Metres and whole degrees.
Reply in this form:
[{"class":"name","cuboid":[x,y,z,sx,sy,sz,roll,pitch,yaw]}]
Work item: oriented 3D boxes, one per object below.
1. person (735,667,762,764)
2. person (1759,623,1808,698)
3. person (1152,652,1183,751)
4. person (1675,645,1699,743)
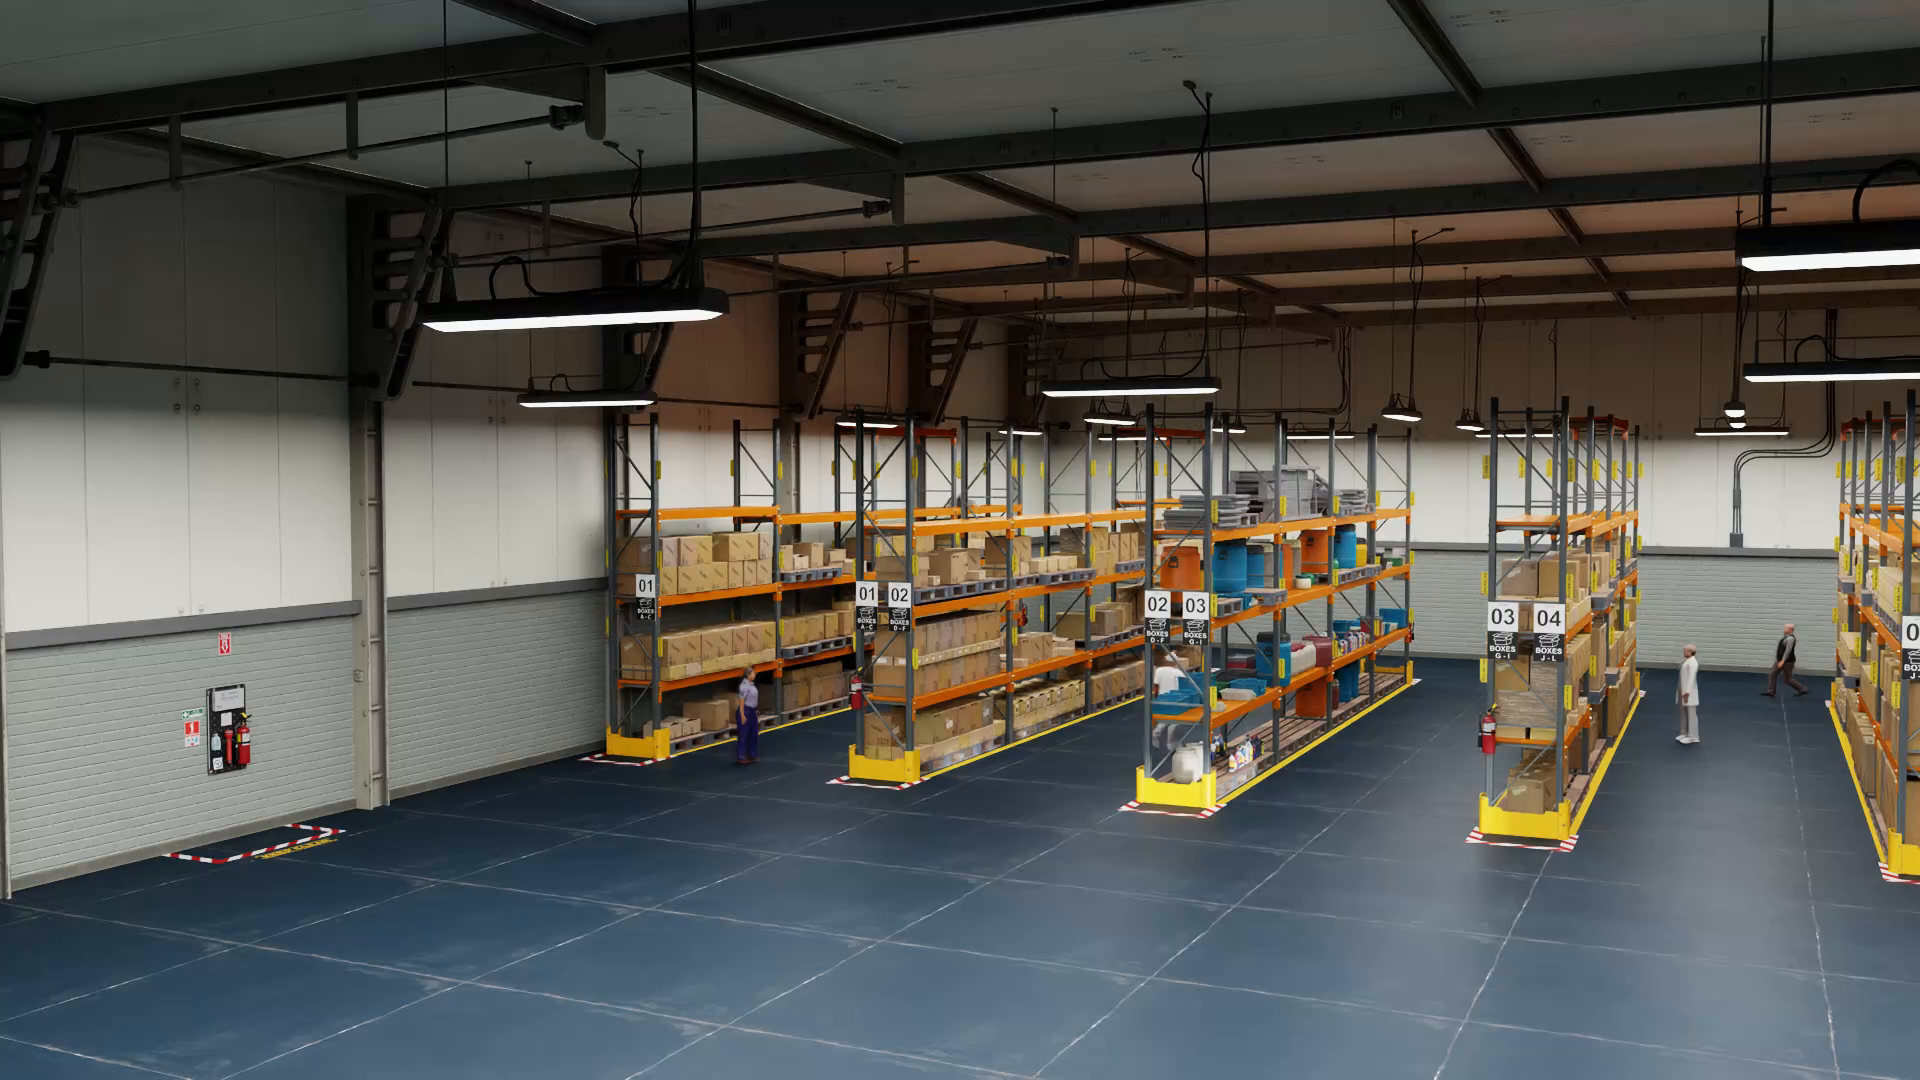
[{"class":"person","cuboid":[-3.618,3.012,28.405,0.404,1.689,0.566,1,2,13]},{"class":"person","cuboid":[18.052,2.646,36.339,0.884,1.660,0.622,0,2,0]},{"class":"person","cuboid":[3.708,2.865,29.549,0.602,1.758,0.558,-1,3,-31]},{"class":"person","cuboid":[13.393,2.820,30.648,0.443,1.790,0.582,0,2,-4]}]
